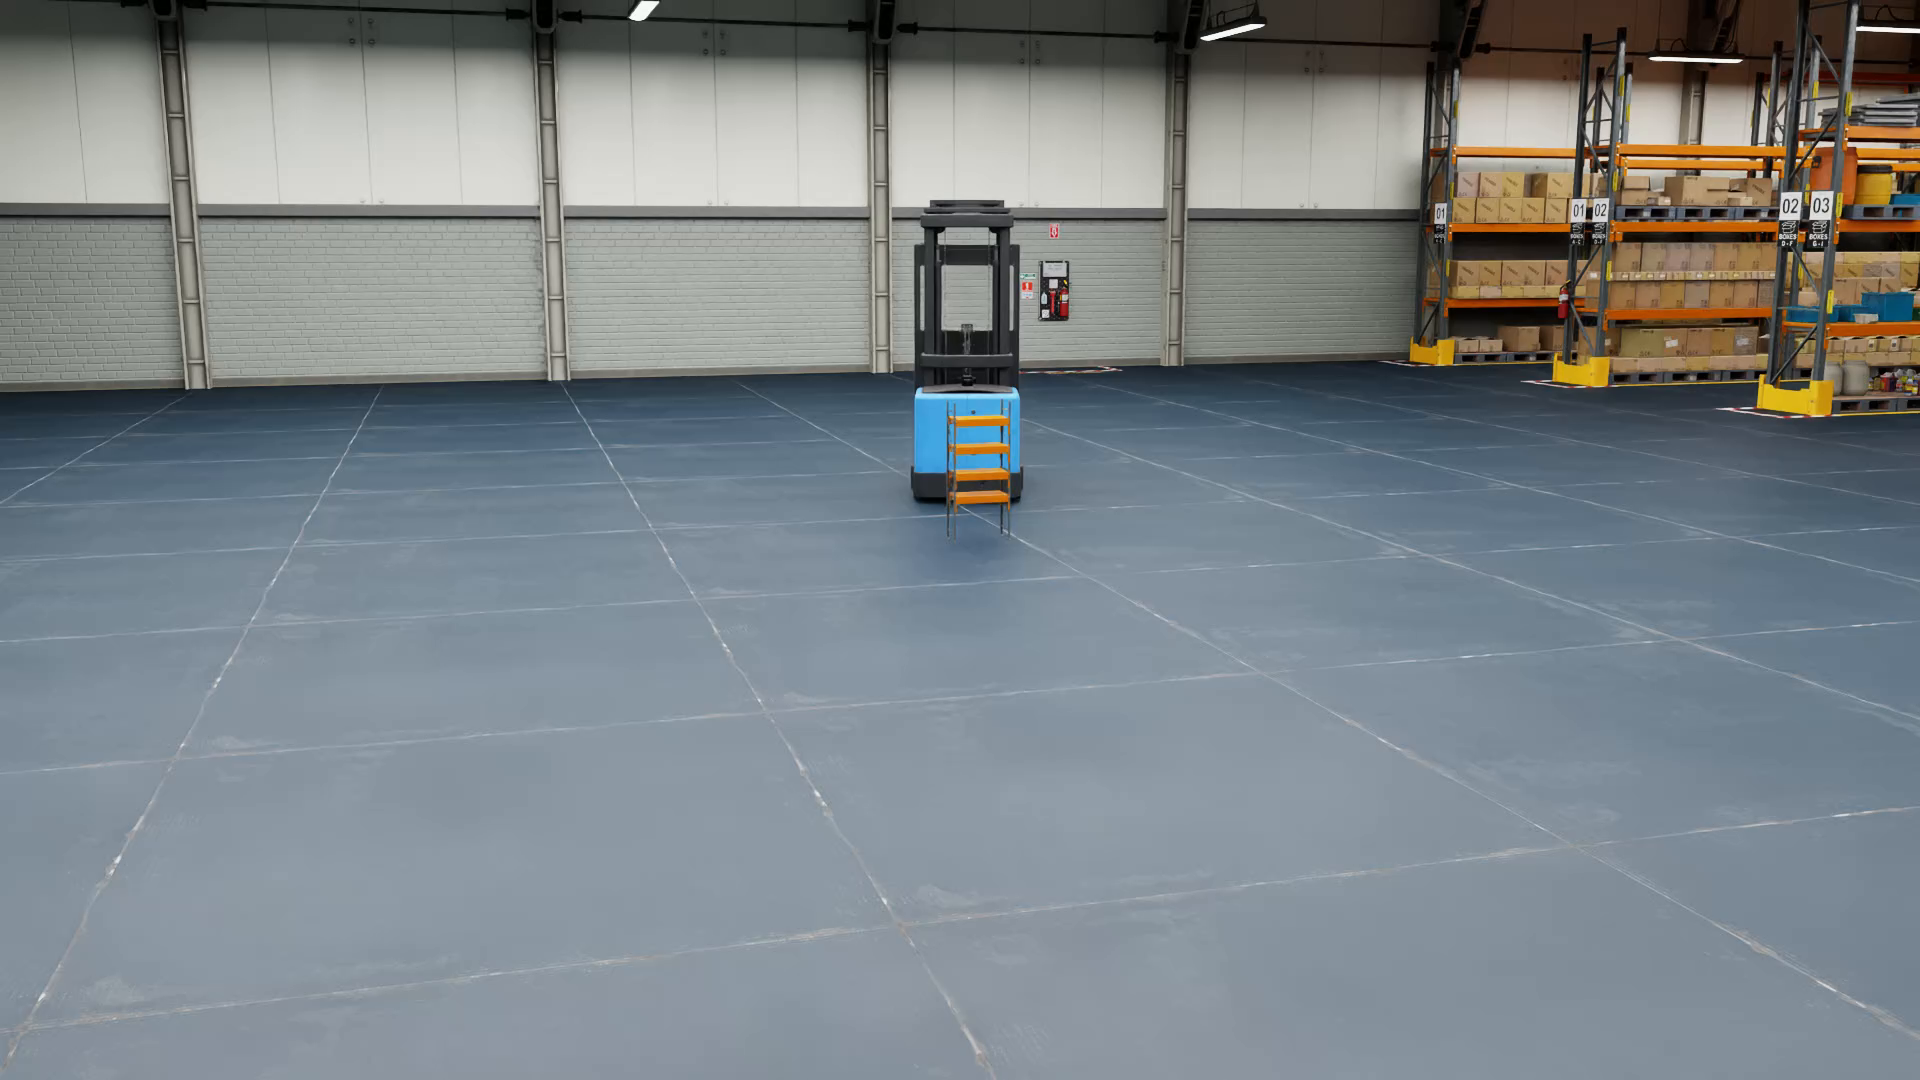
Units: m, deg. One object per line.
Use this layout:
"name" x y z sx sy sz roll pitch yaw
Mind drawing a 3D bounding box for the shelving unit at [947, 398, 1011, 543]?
"shelving unit" 0.159 -0.598 14.285 0.503 1.200 0.258 -3 11 -16

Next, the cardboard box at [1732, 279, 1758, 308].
"cardboard box" 13.885 -4.444 29.929 0.500 0.500 0.700 -3 11 -17

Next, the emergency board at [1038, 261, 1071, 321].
"emergency board" 1.871 -4.869 32.510 0.643 1.169 0.194 -3 11 -16

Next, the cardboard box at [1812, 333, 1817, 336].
"cardboard box" 16.100 -3.699 31.043 0.500 0.311 0.500 -3 11 -16

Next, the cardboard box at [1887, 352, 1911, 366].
"cardboard box" 17.240 -3.383 30.872 0.500 0.250 0.500 -3 11 -15

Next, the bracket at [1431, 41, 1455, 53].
"bracket" 9.716 -9.929 33.485 0.430 0.232 0.235 -3 11 -16

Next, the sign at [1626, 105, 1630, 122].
"sign" 13.560 -8.661 33.741 0.005 0.325 0.100 -3 11 -16

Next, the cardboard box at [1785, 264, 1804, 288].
"cardboard box" 17.804 -5.695 35.847 0.500 0.500 0.500 -3 11 -14

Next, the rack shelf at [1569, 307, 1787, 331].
"rack shelf" 12.894 -3.992 29.732 4.000 0.370 1.077 -3 11 -16

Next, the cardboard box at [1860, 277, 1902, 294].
"cardboard box" 17.048 -4.610 30.831 0.500 0.500 0.500 -4 11 -19

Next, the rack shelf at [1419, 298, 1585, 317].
"rack shelf" 11.506 -4.853 34.409 4.000 0.370 1.077 -3 11 -16

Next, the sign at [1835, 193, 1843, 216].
"sign" 12.504 -4.767 23.646 0.005 0.325 0.100 -3 11 -16

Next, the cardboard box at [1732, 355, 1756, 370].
"cardboard box" 13.947 -3.216 29.966 0.500 0.250 0.500 -3 11 -16

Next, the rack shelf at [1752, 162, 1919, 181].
"rack shelf" 19.187 -8.011 36.101 4.000 0.370 1.077 -3 11 -16

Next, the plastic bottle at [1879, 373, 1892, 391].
"plastic bottle" 14.245 -2.437 25.608 0.135 0.276 0.152 -3 11 -16

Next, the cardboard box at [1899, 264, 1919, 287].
"cardboard box" 20.734 -5.851 36.690 0.500 0.500 0.500 -3 11 -17

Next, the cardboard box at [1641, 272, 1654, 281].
"cardboard box" 11.903 -4.621 29.096 0.250 0.149 0.380 -3 11 -16

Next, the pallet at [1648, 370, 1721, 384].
"pallet" 12.865 -2.980 29.951 1.213 0.211 1.003 -3 11 -16

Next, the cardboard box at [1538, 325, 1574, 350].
"cardboard box" 12.441 -4.235 34.757 0.500 0.500 0.500 -4 11 -20

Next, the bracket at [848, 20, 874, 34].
"bracket" -1.805 -9.322 30.186 0.430 0.232 0.235 -3 11 -16

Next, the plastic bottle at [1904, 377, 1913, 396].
"plastic bottle" 14.182 -2.295 24.850 0.097 0.271 0.097 0 10 0

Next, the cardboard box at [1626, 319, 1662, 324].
"cardboard box" 14.550 -4.726 35.354 0.500 0.250 0.500 -3 11 -17

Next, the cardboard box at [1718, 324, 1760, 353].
"cardboard box" 14.281 -3.701 30.528 0.500 0.500 0.500 -3 11 -16

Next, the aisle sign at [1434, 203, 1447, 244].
"aisle sign" 9.600 -6.328 33.255 0.004 0.787 0.394 -3 11 -16

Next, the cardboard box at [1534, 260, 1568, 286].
"cardboard box" 12.094 -5.485 34.144 0.500 0.500 0.500 -3 11 -18

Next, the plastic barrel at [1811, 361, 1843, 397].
"plastic barrel" 12.965 -2.413 24.879 0.421 0.512 0.421 0 10 0

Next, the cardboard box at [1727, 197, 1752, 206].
"cardboard box" 13.732 -5.965 29.327 0.250 0.149 0.380 -3 11 -16

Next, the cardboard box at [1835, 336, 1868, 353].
"cardboard box" 16.259 -3.605 30.531 0.500 0.311 0.500 -3 11 -18

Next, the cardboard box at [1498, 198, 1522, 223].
"cardboard box" 10.999 -6.661 33.628 0.500 0.500 0.500 -2 11 -13

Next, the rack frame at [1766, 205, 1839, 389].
"rack frame" 12.354 -3.383 24.439 0.127 3.000 1.000 -3 11 -16

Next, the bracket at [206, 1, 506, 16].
"bracket" -10.056 -8.887 27.824 4.783 0.066 0.076 -3 11 -16

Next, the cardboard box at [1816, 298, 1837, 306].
"cardboard box" 15.722 -4.332 30.290 0.250 0.149 0.380 -3 11 -16

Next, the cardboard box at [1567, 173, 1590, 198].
"cardboard box" 12.495 -7.231 33.965 0.500 0.500 0.500 -2 11 -13

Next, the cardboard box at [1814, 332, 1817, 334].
"cardboard box" 18.852 -4.717 36.463 0.750 0.750 0.750 -3 11 -16

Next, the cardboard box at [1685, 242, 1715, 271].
"cardboard box" 12.944 -5.034 29.548 0.500 0.500 0.700 -3 11 -16

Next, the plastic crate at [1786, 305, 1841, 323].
"plastic crate" 12.751 -3.387 24.872 0.616 0.251 0.499 -3 11 -16

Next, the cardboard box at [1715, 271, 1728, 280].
"cardboard box" 13.393 -4.700 29.524 0.250 0.149 0.380 -3 11 -14

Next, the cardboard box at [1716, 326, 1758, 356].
"cardboard box" 13.947 -3.585 29.899 0.500 0.500 0.500 -3 11 -16

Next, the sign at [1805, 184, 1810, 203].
"sign" 14.971 -6.119 29.367 0.005 0.325 0.100 -3 11 -16

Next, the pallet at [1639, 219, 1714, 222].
"pallet" 15.043 -6.756 34.996 1.003 0.211 1.213 -3 11 -16

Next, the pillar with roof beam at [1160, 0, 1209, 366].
"pillar with roof beam" 5.458 -7.189 28.545 0.548 9.000 9.100 -3 11 -16

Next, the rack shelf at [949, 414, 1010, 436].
"rack shelf" 0.159 -0.985 14.213 0.480 0.148 0.258 -3 11 -16

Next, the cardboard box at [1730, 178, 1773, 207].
"cardboard box" 14.257 -6.267 29.996 0.500 0.500 0.500 -2 11 -11

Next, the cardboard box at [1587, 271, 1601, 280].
"cardboard box" 11.287 -4.665 29.334 0.250 0.149 0.380 -3 11 -17

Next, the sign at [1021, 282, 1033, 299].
"sign" 1.312 -4.876 32.453 0.234 0.329 0.001 -3 11 -16

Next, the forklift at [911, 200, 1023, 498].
"forklift" 0.071 -2.059 17.439 1.130 2.935 3.031 0 10 0

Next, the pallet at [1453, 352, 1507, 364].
"pallet" 10.448 -3.773 34.257 1.213 0.211 1.003 -3 11 -16

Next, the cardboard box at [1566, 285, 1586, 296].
"cardboard box" 12.575 -5.143 34.360 0.500 0.250 0.500 -3 11 -16

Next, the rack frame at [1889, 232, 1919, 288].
"rack frame" 21.107 -5.712 37.092 0.127 3.000 1.000 -3 11 -16

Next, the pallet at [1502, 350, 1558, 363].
"pallet" 11.617 -3.834 34.589 1.213 0.211 1.003 -3 11 -16

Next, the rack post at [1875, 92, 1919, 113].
"rack post" 14.206 -6.400 24.465 0.954 0.300 0.937 -3 11 -17
